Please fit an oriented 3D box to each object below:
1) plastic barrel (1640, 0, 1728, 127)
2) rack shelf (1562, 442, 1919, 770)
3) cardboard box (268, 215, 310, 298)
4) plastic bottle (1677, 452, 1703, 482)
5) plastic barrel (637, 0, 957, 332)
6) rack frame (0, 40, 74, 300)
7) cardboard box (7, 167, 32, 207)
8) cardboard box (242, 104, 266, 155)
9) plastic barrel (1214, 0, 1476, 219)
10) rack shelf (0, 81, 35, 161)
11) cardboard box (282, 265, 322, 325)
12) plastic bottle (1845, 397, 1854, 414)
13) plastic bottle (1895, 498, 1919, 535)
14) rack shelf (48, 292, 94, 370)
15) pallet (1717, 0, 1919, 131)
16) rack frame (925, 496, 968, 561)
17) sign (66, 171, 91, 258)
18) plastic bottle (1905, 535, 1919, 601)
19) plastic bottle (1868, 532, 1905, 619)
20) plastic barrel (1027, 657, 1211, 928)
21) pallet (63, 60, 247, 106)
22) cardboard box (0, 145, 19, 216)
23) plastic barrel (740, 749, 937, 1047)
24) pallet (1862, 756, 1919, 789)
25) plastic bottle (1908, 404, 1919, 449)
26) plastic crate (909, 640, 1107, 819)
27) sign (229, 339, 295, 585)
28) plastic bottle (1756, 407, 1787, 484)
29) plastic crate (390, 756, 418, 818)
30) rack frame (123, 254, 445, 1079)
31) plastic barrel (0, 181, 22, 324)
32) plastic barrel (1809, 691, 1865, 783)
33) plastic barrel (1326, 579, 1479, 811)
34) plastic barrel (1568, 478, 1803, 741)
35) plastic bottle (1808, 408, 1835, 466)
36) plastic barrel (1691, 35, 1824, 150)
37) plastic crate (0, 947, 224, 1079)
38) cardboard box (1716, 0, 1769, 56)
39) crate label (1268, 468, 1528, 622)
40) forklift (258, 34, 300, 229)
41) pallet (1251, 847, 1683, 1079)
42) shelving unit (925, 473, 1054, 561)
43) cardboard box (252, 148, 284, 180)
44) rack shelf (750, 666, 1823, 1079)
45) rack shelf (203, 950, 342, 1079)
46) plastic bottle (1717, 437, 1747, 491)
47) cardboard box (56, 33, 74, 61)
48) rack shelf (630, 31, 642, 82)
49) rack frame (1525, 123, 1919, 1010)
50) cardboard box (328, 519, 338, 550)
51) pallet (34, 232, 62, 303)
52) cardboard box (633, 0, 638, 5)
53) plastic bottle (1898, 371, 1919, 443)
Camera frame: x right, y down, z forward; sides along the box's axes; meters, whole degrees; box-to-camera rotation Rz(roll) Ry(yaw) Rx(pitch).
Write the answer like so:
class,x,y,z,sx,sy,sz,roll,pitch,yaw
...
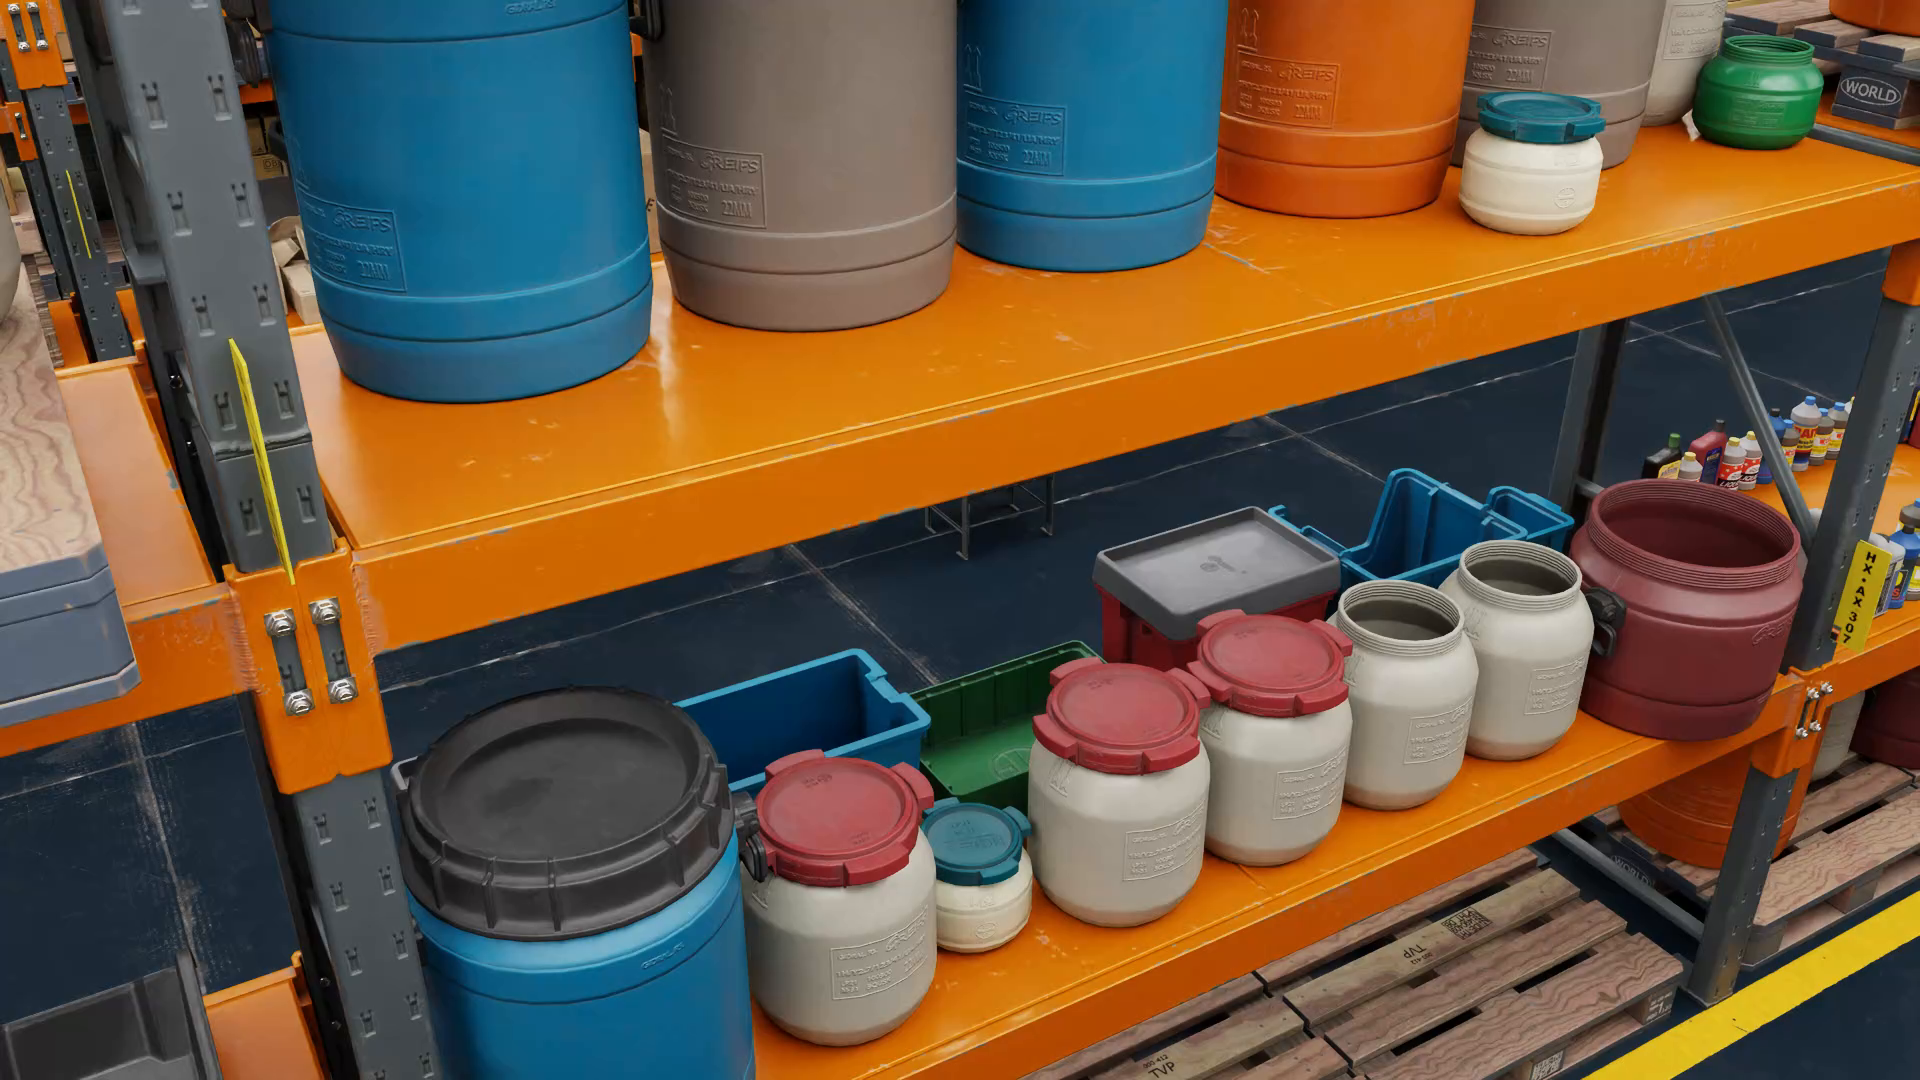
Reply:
class,x,y,z,sx,sy,sz,roll,pitch,yaw
plastic barrel,1.828,-1.408,4.477,0.421,0.512,0.421,0,29,0
rack shelf,3.975,-0.169,6.196,4.000,0.370,1.077,-16,33,-26
cardboard box,-3.039,-1.313,7.663,0.258,0.266,0.396,-17,33,-28
plastic bottle,2.492,-0.205,5.722,0.097,0.201,0.097,0,29,0
plastic barrel,-0.305,-0.923,3.195,0.600,0.901,0.600,0,29,0
rack frame,-6.217,-3.142,10.840,0.127,3.000,1.000,-16,33,-26
cardboard box,-4.034,-1.422,6.948,0.250,0.149,0.380,-16,33,-26
cardboard box,-5.213,-2.865,11.693,0.500,0.250,0.500,-17,33,-27
plastic barrel,0.869,-1.225,3.816,0.708,0.830,0.600,-16,33,-26
rack shelf,-7.941,-2.338,10.126,4.000,0.370,1.077,-16,33,-26
cardboard box,-2.836,-1.101,7.401,0.250,0.149,0.380,-16,33,-26
plastic bottle,3.279,-0.428,6.127,0.097,0.201,0.097,0,29,0
plastic bottle,3.107,-0.039,5.422,0.097,0.201,0.097,0,29,0
rack shelf,-5.428,-0.275,6.389,4.000,0.370,1.077,-16,33,-26
pallet,2.960,-1.371,4.722,1.213,0.211,1.003,-16,33,-26
rack frame,-0.068,-0.900,7.708,0.015,2.100,0.400,-16,33,-26
sign,-3.421,-1.262,6.455,0.005,0.325,0.100,-16,33,-26
plastic bottle,2.986,0.081,5.205,0.097,0.201,0.097,0,29,0
plastic bottle,2.788,0.089,5.113,0.135,0.276,0.152,-16,33,-26
plastic barrel,0.371,0.603,3.913,0.433,0.535,0.433,0,29,0
pallet,-5.484,-3.185,11.115,1.213,0.211,1.003,-16,33,-26
cardboard box,-4.083,-1.580,6.563,0.500,0.500,0.700,-16,33,-26
plastic barrel,-0.262,0.782,3.587,0.433,0.535,0.433,0,29,0
pallet,3.960,0.719,6.728,1.213,0.211,1.003,-16,33,-26
plastic bottle,3.601,-0.485,6.145,0.133,0.283,0.061,-16,33,-26
plastic crate,0.161,0.534,4.398,0.662,0.188,0.450,-16,33,-26
sign,-0.929,-0.101,2.214,0.005,0.325,0.100,-16,33,-26
plastic bottle,2.859,-0.340,5.894,0.097,0.271,0.097,0,29,0
plastic crate,-0.935,0.711,3.791,0.583,0.464,0.402,-16,33,-26
rack frame,-1.198,0.985,3.361,0.127,3.000,1.000,-16,33,-26
plastic barrel,-1.668,-0.538,2.465,0.421,0.512,0.421,0,29,0
plastic barrel,3.106,0.609,6.183,0.421,0.512,0.421,0,29,0
plastic barrel,1.109,0.401,4.304,0.421,0.512,0.421,0,29,0
plastic barrel,2.004,0.186,4.668,0.708,0.536,0.600,-16,33,-26
plastic bottle,3.111,-0.380,6.040,0.097,0.201,0.097,0,29,0
plastic barrel,2.064,-1.158,4.300,0.294,0.245,0.294,0,29,0
plastic crate,-1.713,1.087,3.240,0.504,0.338,0.767,-16,33,-26
cardboard box,5.081,-3.466,11.323,0.500,0.500,0.500,-16,33,-27
crate label,1.257,0.121,4.890,0.616,0.435,0.502,-16,33,-26
forklift,-3.220,-2.577,9.887,3.031,2.935,1.130,-21,35,-33
pallet,1.563,1.400,5.495,1.213,0.211,1.003,-16,33,-26
shelving unit,0.143,-0.960,7.816,0.503,2.100,0.431,-16,33,-26
cardboard box,-5.171,-2.575,11.943,0.500,0.500,0.700,-17,33,-27
rack shelf,0.527,0.810,4.422,4.000,0.370,1.077,-16,33,-26
rack shelf,-2.922,1.789,2.648,4.000,0.370,1.077,-16,33,-26
plastic bottle,2.691,-0.261,5.825,0.097,0.201,0.097,0,29,0
cardboard box,-5.761,-3.489,10.909,0.500,0.500,0.700,-16,33,-26
rack shelf,-1.044,-4.296,13.675,4.000,0.370,1.077,-16,33,-26
rack frame,2.251,0.006,5.135,0.127,3.000,1.000,-16,33,-26
cardboard box,-2.789,-0.180,7.882,0.500,0.250,0.500,-15,32,-25
pallet,-6.778,-1.742,11.189,1.213,0.211,1.003,-16,33,-26
cardboard box,-2.220,-4.317,12.535,0.500,0.500,0.500,-15,32,-25
plastic bottle,3.527,-0.551,6.195,0.185,0.351,0.144,-16,33,-26
